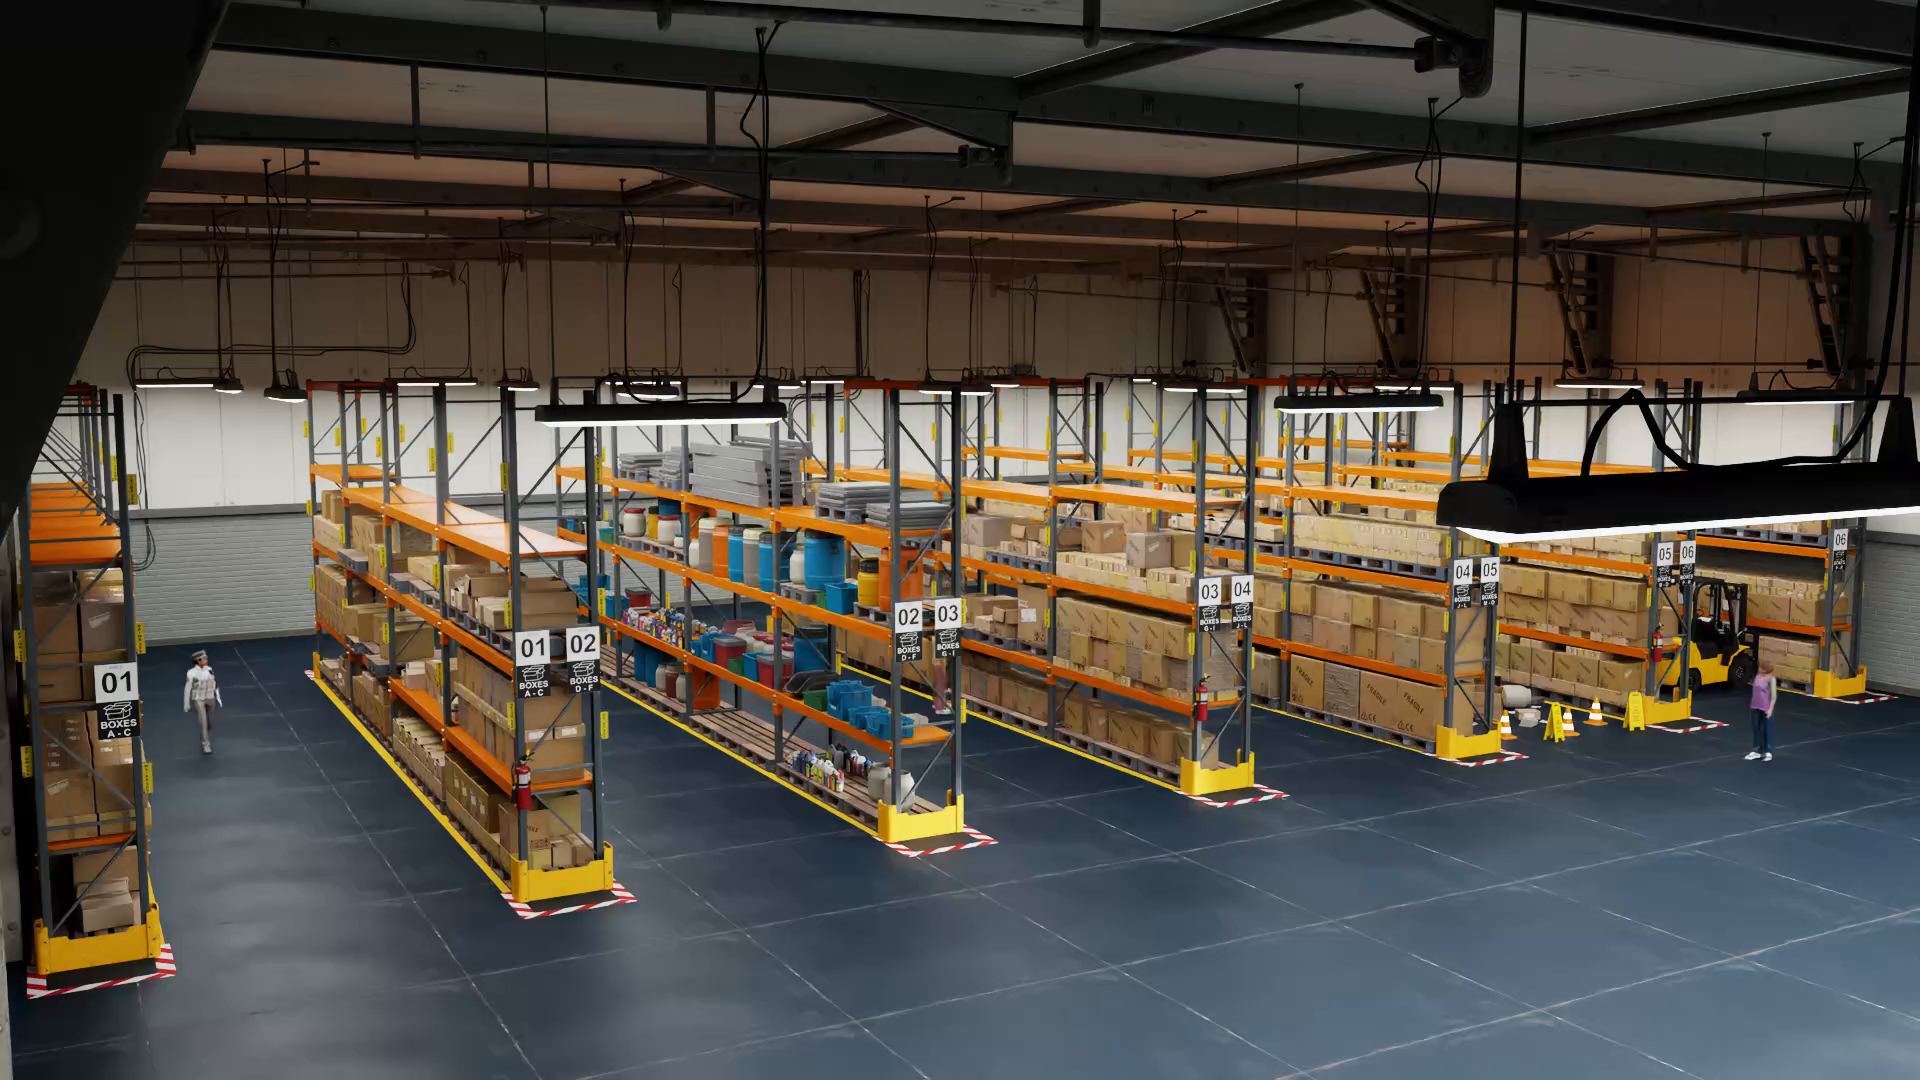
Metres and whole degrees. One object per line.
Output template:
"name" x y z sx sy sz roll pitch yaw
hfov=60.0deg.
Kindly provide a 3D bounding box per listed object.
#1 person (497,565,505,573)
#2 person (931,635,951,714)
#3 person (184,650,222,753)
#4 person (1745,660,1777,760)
"person" -10.385 1.461 38.120 0.665 1.655 0.571 -4 7 -30
"person" -0.340 2.257 29.357 0.346 1.736 0.513 -1 6 -12
"person" -12.415 2.612 27.239 0.579 1.643 0.914 -5 8 -40
"person" 12.812 2.723 26.536 0.421 1.593 0.440 -5 8 -40
